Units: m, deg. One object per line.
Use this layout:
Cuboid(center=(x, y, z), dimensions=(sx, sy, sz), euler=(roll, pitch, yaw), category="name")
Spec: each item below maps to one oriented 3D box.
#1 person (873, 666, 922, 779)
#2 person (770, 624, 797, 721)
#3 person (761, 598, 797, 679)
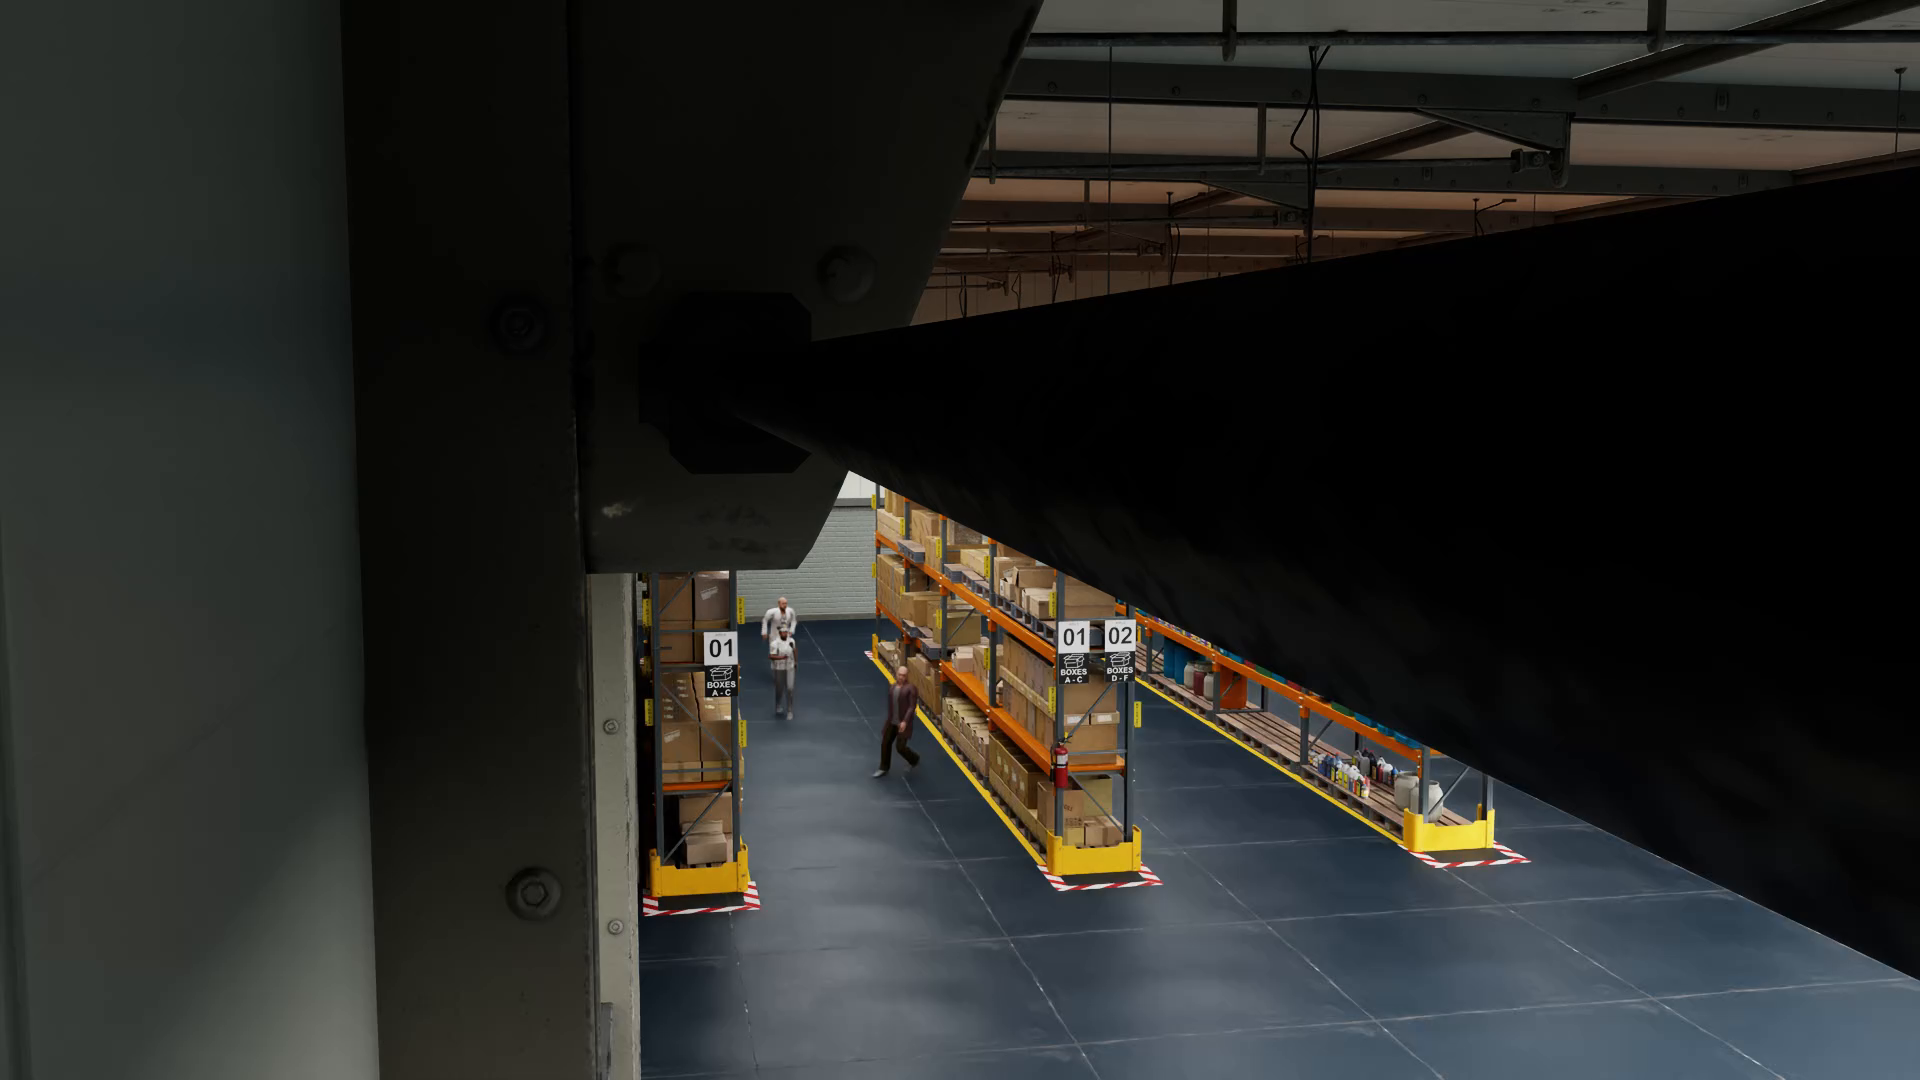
Cuboid(center=(-0.939, 2.817, 25.775), dimensions=(0.685, 1.758, 0.598), euler=(3, 7, 29), category="person")
Cuboid(center=(-3.212, 2.375, 30.279), dimensions=(0.533, 1.741, 0.860), euler=(-1, 6, -14), category="person")
Cuboid(center=(-3.683, 2.005, 33.926), dimensions=(0.714, 1.713, 0.645), euler=(-3, 7, -28), category="person")
